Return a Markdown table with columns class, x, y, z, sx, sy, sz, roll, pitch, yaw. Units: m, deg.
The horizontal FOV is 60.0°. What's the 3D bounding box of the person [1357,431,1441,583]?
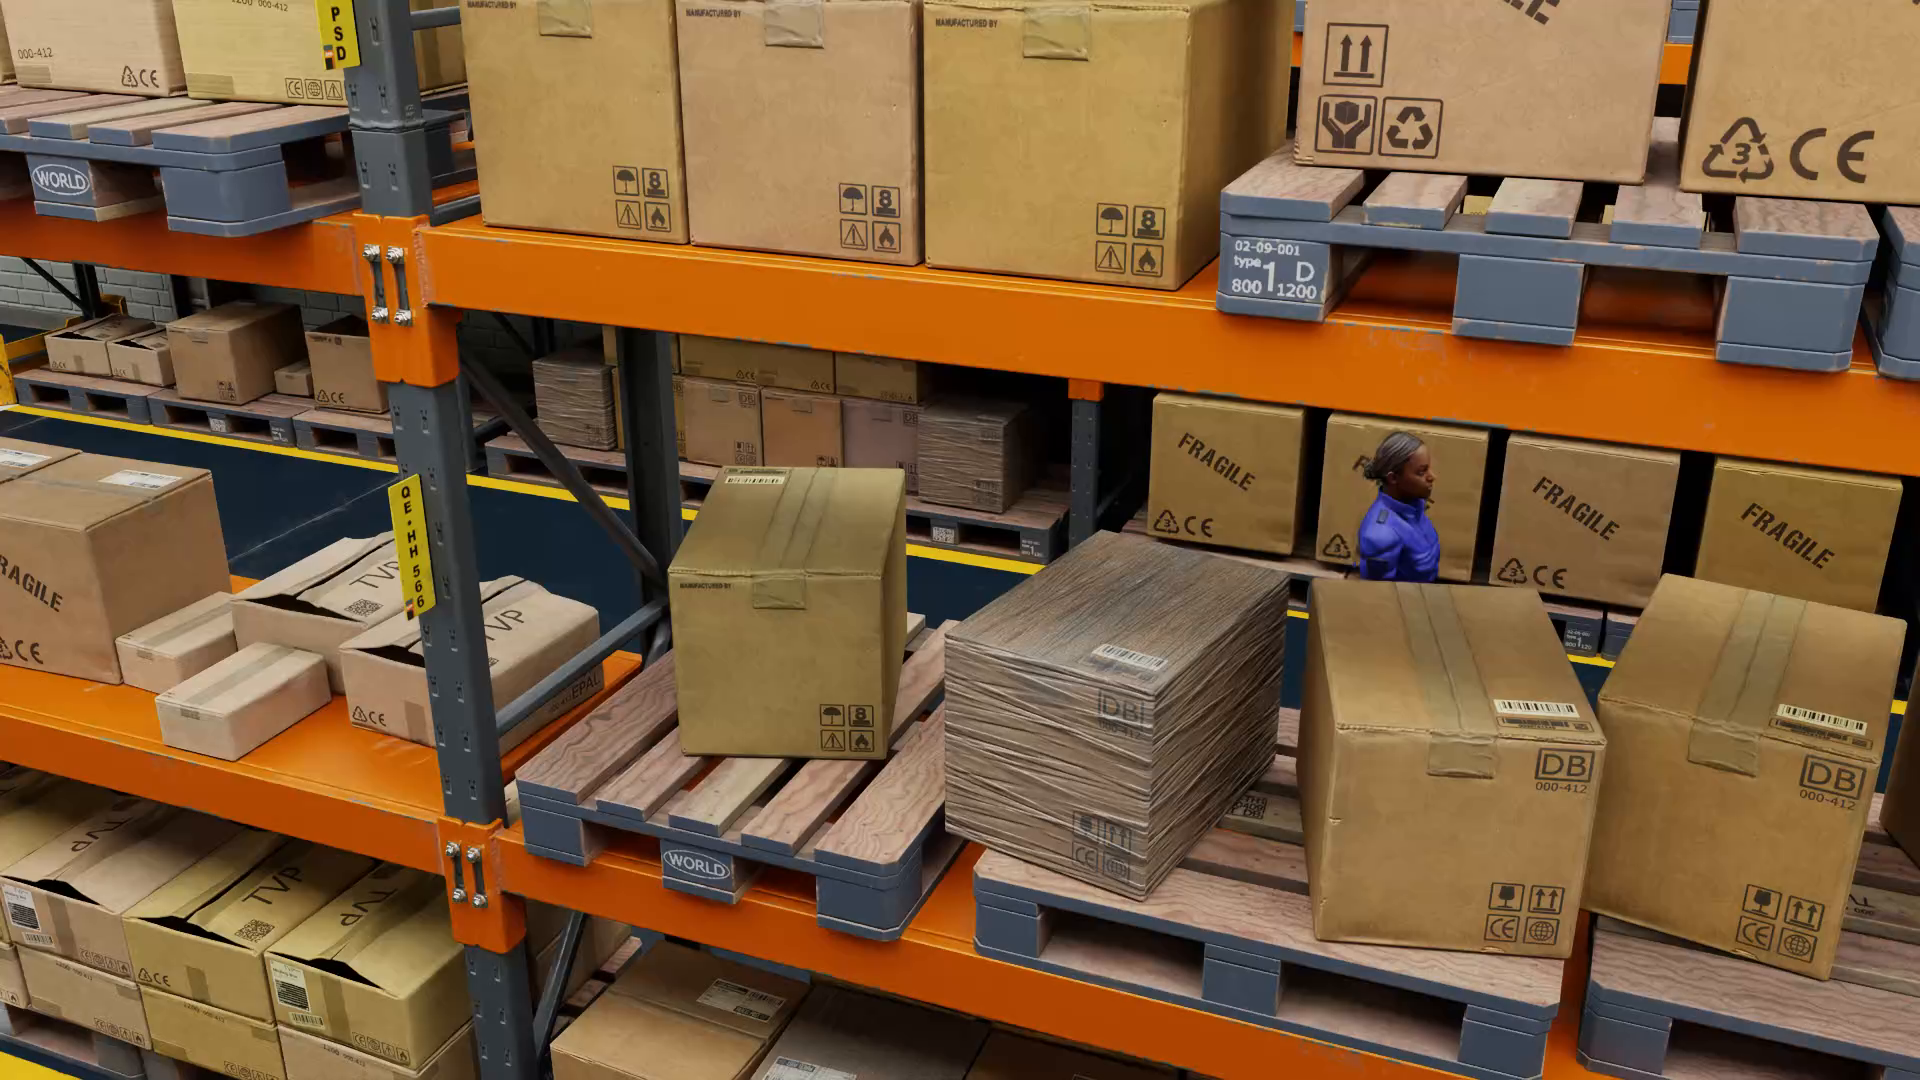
| class | x | y | z | sx | sy | sz | roll | pitch | yaw |
| --- | --- | --- | --- | --- | --- | --- | --- | --- | --- |
| person | 1.558 | 0.387 | 6.093 | 0.463 | 1.649 | 0.466 | 10 | 25 | 24 |
